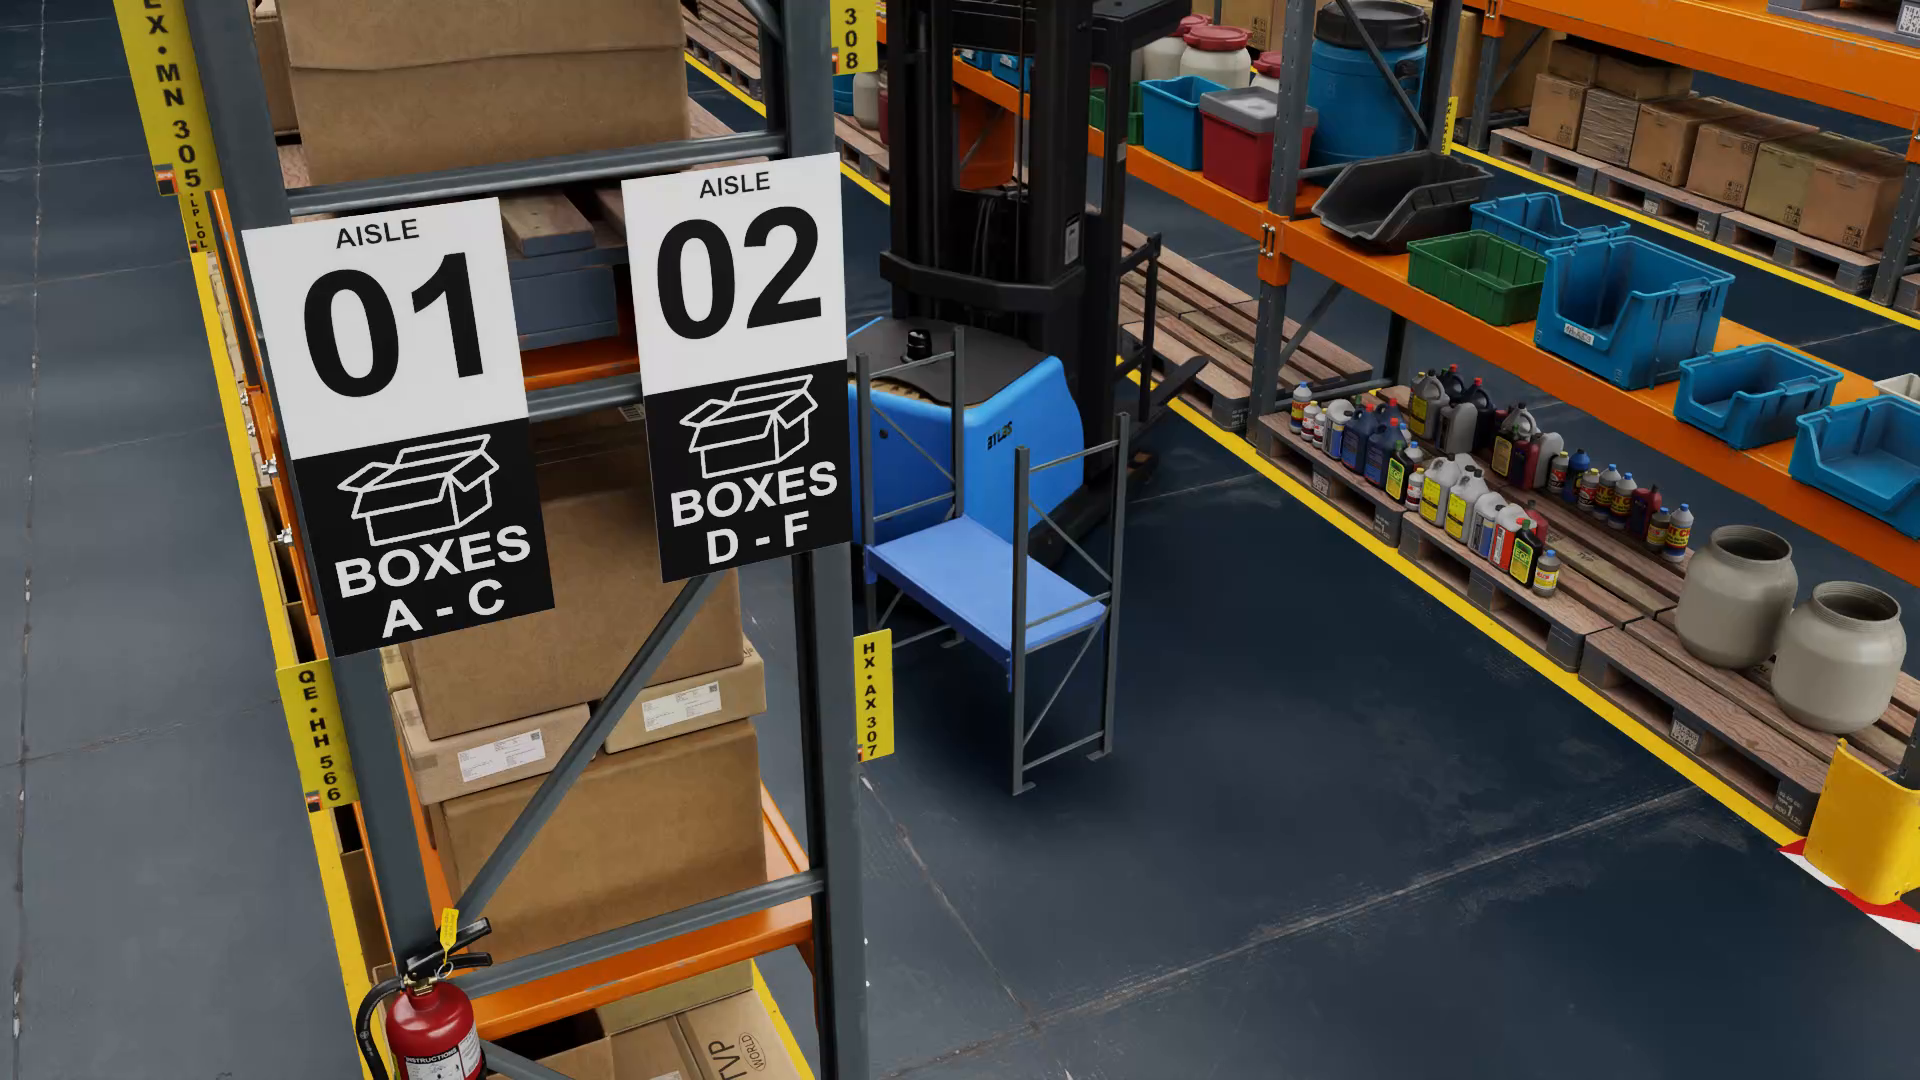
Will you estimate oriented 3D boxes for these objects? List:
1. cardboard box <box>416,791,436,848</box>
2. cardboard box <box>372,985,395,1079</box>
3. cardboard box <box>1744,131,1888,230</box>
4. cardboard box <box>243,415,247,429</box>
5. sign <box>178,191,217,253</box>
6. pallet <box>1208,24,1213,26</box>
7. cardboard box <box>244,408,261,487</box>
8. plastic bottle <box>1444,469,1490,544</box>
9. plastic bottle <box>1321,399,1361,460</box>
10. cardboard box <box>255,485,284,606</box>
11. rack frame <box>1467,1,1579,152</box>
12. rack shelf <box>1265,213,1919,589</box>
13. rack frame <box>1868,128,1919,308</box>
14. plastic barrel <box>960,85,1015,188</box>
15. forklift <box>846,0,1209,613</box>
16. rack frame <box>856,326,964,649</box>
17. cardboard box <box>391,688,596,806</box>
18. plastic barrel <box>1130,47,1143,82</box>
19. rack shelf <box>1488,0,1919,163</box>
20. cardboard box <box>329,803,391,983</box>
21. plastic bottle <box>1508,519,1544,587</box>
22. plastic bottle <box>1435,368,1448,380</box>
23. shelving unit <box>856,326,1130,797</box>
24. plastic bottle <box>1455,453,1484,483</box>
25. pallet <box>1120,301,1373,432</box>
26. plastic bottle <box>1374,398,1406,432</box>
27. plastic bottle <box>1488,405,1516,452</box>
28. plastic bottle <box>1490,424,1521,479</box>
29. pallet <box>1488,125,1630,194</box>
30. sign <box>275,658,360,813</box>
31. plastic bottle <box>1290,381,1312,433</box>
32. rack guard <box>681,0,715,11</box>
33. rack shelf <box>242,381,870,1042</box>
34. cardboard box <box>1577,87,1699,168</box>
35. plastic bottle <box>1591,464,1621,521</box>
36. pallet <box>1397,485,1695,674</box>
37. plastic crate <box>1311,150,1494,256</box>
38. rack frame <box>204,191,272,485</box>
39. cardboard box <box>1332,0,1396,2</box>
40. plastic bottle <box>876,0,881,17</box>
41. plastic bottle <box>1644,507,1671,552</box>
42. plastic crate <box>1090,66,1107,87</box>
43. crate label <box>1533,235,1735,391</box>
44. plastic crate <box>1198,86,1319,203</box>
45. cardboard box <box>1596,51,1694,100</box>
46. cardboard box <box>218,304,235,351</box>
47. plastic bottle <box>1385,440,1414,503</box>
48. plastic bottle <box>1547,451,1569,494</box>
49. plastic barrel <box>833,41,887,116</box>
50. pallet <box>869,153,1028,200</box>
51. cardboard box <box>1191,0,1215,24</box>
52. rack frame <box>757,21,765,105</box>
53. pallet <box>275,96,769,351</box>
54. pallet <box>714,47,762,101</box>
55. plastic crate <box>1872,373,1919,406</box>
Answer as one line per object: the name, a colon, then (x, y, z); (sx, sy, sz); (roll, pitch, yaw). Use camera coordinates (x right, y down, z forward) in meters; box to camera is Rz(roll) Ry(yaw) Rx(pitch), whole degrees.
cardboard box: (-1.115, 0.384, 4.396); (0.700, 0.500, 0.500); (-12, 32, -21)
cardboard box: (-1.419, 1.491, 4.907); (0.500, 0.250, 0.500); (-13, 32, -22)
cardboard box: (6.103, -2.570, 11.872); (0.700, 0.500, 0.500); (-13, 32, -22)
cardboard box: (-3.506, -0.680, 8.778); (0.500, 0.250, 0.500); (-12, 32, -21)
sign: (-2.900, -1.252, 6.312); (0.100, 0.325, 0.005); (-13, 32, -22)
pallet: (2.845, -5.648, 18.106); (1.003, 0.211, 1.213); (-13, 32, -22)
cardboard box: (-3.076, -0.475, 7.839); (0.500, 0.311, 0.500); (-12, 32, -21)
plastic bottle: (2.377, -0.177, 7.758); (0.144, 0.351, 0.185); (-12, 31, -20)
plastic bottle: (1.966, -0.572, 8.538); (0.152, 0.276, 0.135); (-12, 31, -20)
cardboard box: (-2.498, 0.060, 6.691); (0.500, 0.500, 0.500); (-13, 32, -22)
rack frame: (4.818, -4.745, 13.644); (1.000, 3.000, 0.127); (-13, 32, -22)
rack shelf: (2.920, -0.740, 7.239); (1.077, 0.370, 4.000); (-13, 32, -22)
rack frame: (6.535, -2.978, 10.493); (1.000, 3.000, 0.127); (-13, 32, -22)
plastic barrel: (0.119, -3.154, 12.597); (0.600, 0.830, 0.708); (-13, 32, -22)
forklift: (0.392, -1.596, 8.100); (1.130, 2.935, 3.031); (16, 33, 27)
rack frame: (-0.196, -0.135, 6.957); (0.500, 1.500, 0.032); (-19, 35, -31)
cardboard box: (-1.033, 0.412, 3.682); (0.380, 0.149, 0.250); (-14, 32, -23)
plastic barrel: (1.160, -3.158, 10.700); (0.421, 0.512, 0.421); (0, 29, 0)
rack shelf: (5.676, -3.547, 12.245); (1.077, 0.370, 4.000); (-13, 32, -22)
cardboard box: (-1.638, 0.944, 5.115); (0.500, 0.500, 0.500); (-13, 32, -22)
plastic bottle: (2.528, 0.055, 7.412); (0.061, 0.283, 0.133); (-12, 32, -21)
plastic bottle: (2.566, -0.802, 8.940); (0.061, 0.283, 0.133); (-11, 31, -20)
shelving unit: (0.103, 0.067, 6.598); (0.538, 1.500, 1.048); (-19, 35, -31)
plastic bottle: (2.420, -0.269, 7.998); (0.152, 0.276, 0.135); (-13, 32, -22)
pallet: (1.689, -1.060, 9.925); (1.003, 0.211, 1.213); (-13, 32, -22)
plastic bottle: (2.163, -0.561, 8.442); (0.144, 0.351, 0.185); (-13, 32, -22)
plastic bottle: (2.788, -0.573, 8.532); (0.061, 0.283, 0.133); (-11, 31, -19)
plastic bottle: (2.738, -0.461, 8.332); (0.061, 0.283, 0.133); (-13, 32, -22)
pallet: (5.152, -3.183, 13.710); (1.003, 0.211, 1.213); (-13, 32, -22)
sign: (-1.193, 0.367, 3.102); (0.100, 0.325, 0.005); (-13, 32, -22)
plastic bottle: (1.802, -0.707, 8.783); (0.097, 0.271, 0.097); (0, 29, 0)
rack guard: (-3.112, -6.156, 18.717); (1.175, 0.500, 0.348); (-13, 32, -22)
rack shelf: (-1.555, 0.298, 5.387); (1.077, 0.370, 4.000); (-13, 32, -22)
cardboard box: (5.373, -3.312, 13.196); (0.700, 0.500, 0.500); (-16, 33, -26)
plastic bottle: (3.092, -0.235, 7.941); (0.097, 0.271, 0.097); (0, 29, 0)
pallet: (2.840, 0.124, 7.814); (1.003, 0.211, 1.213); (-13, 32, -22)
plastic crate: (2.171, -1.653, 8.194); (0.767, 0.338, 0.504); (-13, 32, -22)
rack frame: (-2.414, -0.899, 6.787); (1.000, 3.000, 0.127); (-13, 32, -22)
cardboard box: (4.164, -4.706, 15.318); (1.225, 0.875, 0.875); (-13, 32, -22)
plastic bottle: (-0.598, -4.122, 12.737); (0.097, 0.201, 0.097); (0, 29, 0)
plastic bottle: (3.237, -0.054, 7.691); (0.097, 0.201, 0.097); (0, 29, 0)
plastic crate: (0.762, -2.954, 10.387); (0.402, 0.464, 0.583); (-13, 32, -22)
crate label: (2.744, -0.942, 6.828); (0.502, 0.435, 0.616); (-13, 32, -22)
plastic crate: (1.577, -2.115, 8.890); (0.402, 0.464, 0.583); (-13, 32, -22)
cardboard box: (5.369, -3.651, 13.034); (0.500, 0.250, 0.500); (-9, 31, -16)
cardboard box: (-3.721, -1.146, 9.035); (0.500, 0.311, 0.500); (-14, 32, -23)
plastic bottle: (2.147, -0.336, 8.110); (0.061, 0.283, 0.133); (-12, 31, -20)
plastic bottle: (2.961, -0.339, 8.198); (0.097, 0.201, 0.097); (0, 29, 0)
plastic barrel: (-0.851, -4.183, 14.359); (0.600, 0.901, 0.708); (-13, 32, -22)
pallet: (-0.032, -2.828, 13.077); (1.003, 0.211, 1.213); (-13, 32, -22)
cardboard box: (2.889, -6.076, 17.762); (0.875, 0.875, 0.875); (-13, 32, -22)
rack frame: (-1.373, -5.472, 14.941); (1.000, 3.000, 0.127); (-13, 32, -22)
pallet: (-0.977, -0.720, 3.490); (1.003, 0.211, 1.213); (-13, 32, -22)
pallet: (-1.724, -4.572, 16.188); (1.003, 0.211, 1.213); (-13, 32, -22)
plastic crate: (3.685, -0.519, 6.378); (0.298, 0.136, 0.250); (-13, 32, -22)
